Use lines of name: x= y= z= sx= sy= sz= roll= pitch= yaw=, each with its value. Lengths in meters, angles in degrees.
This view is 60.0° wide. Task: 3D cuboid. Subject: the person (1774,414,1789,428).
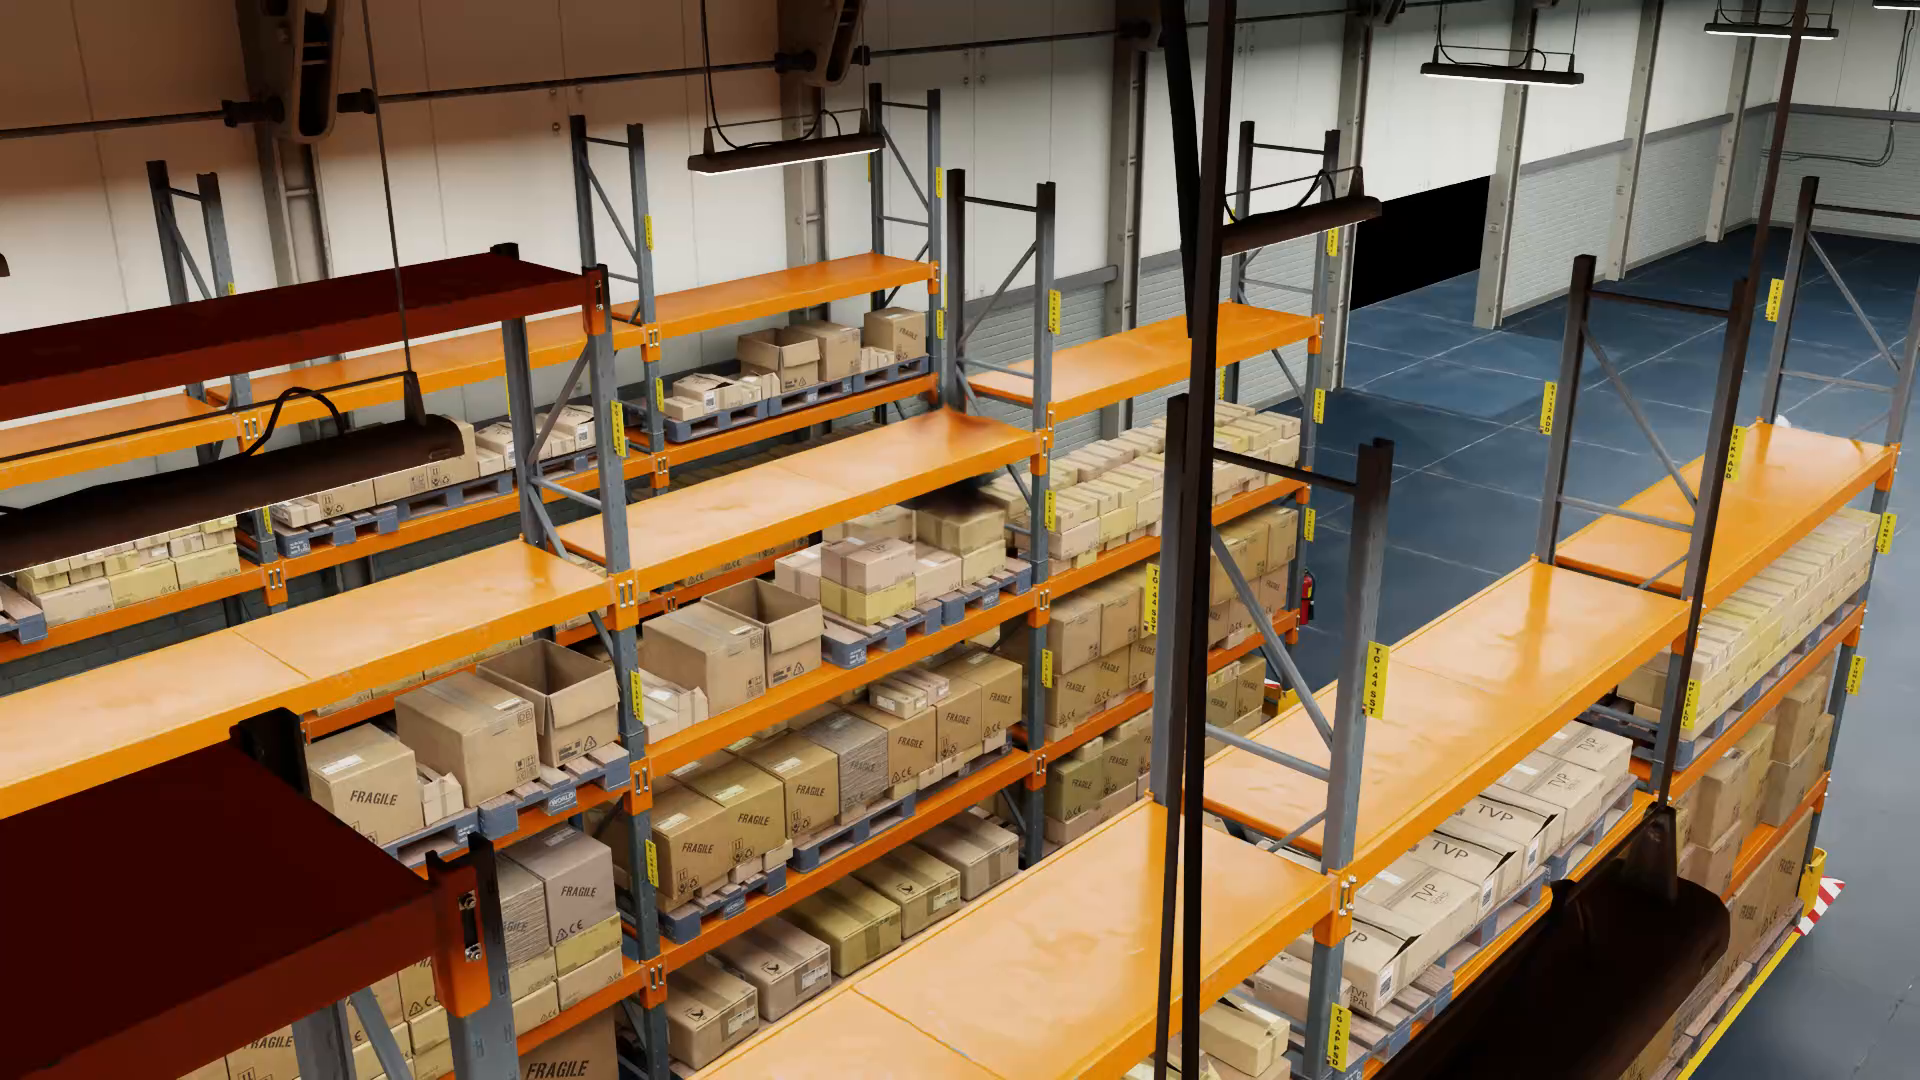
person: x=10.576 y=-0.848 z=21.889 sx=0.579 sy=1.662 sz=0.603 roll=-4 pitch=22 yaw=-10
